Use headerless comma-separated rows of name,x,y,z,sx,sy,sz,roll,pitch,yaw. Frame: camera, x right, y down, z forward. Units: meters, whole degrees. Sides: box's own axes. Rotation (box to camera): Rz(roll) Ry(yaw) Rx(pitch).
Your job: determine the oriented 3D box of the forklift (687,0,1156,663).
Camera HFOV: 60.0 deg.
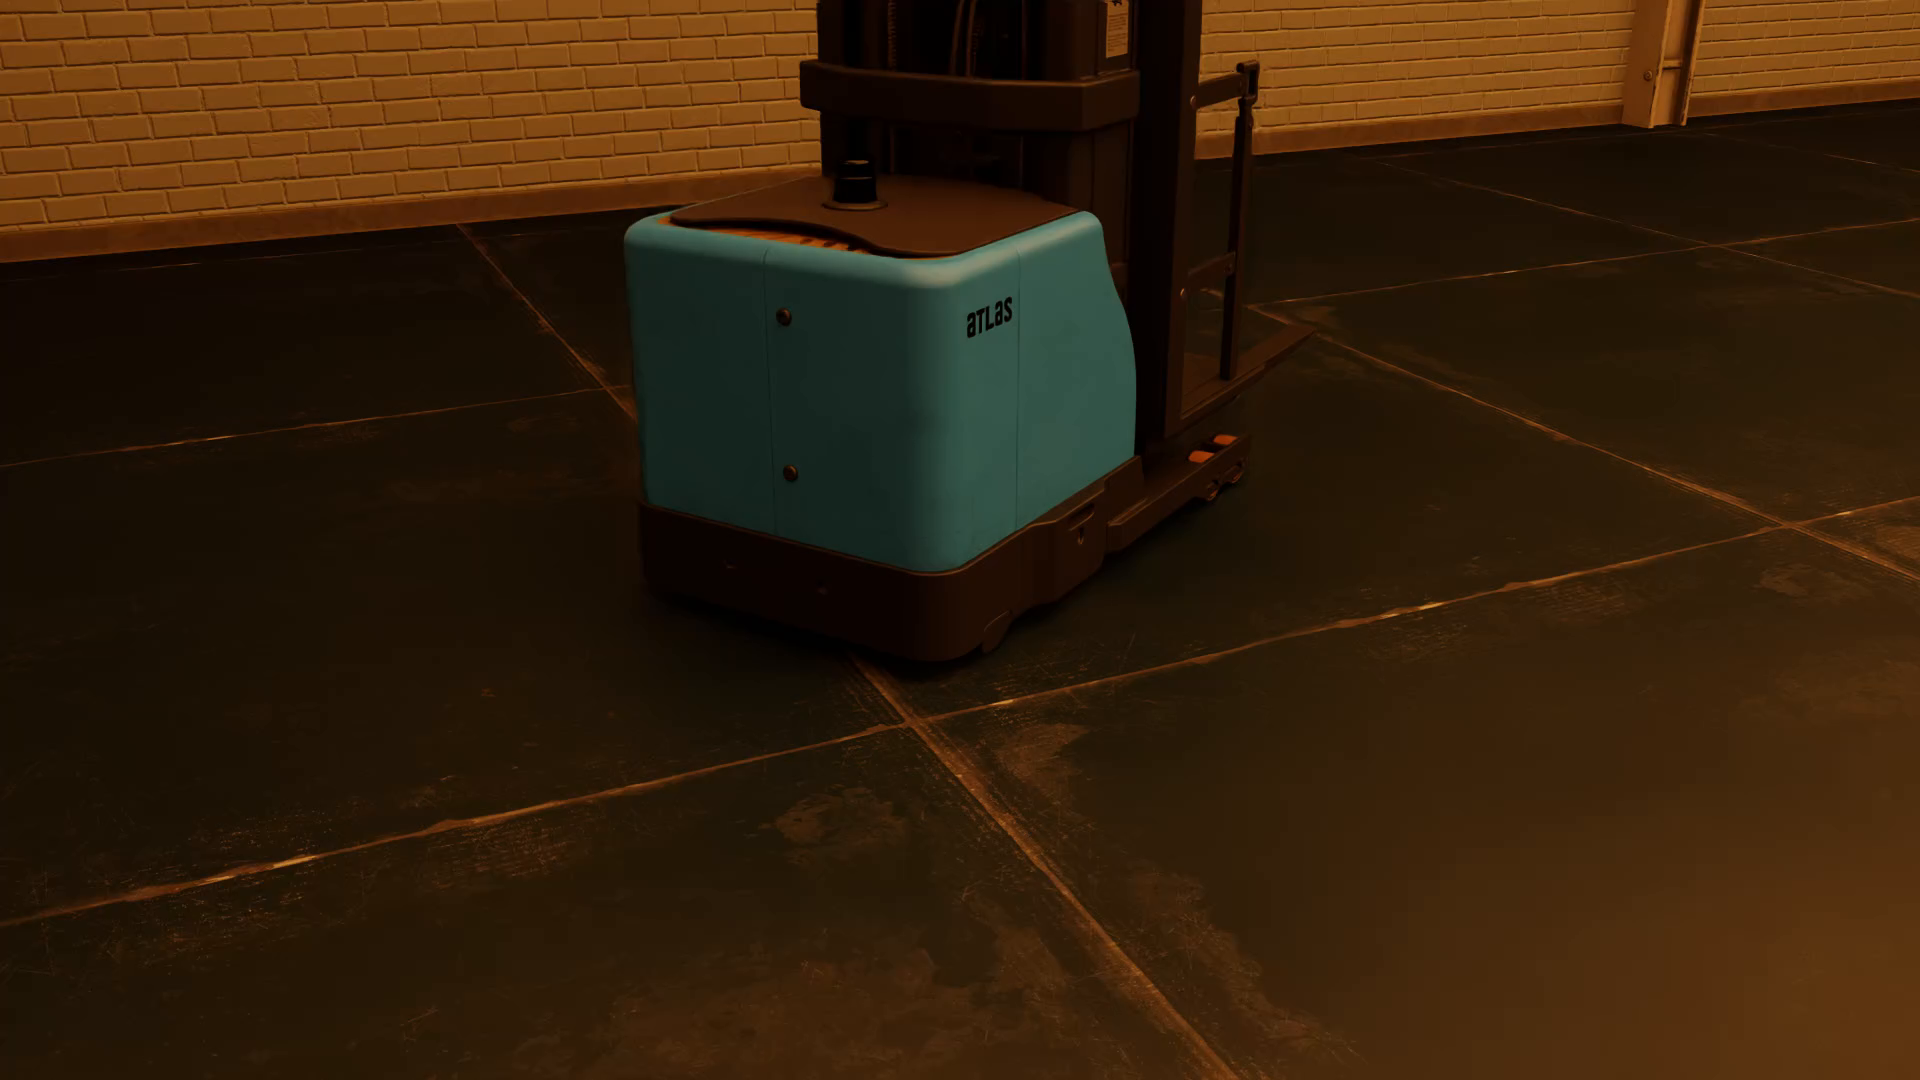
forklift,0.061,-1.578,5.084,1.130,2.935,3.031,3,23,8
